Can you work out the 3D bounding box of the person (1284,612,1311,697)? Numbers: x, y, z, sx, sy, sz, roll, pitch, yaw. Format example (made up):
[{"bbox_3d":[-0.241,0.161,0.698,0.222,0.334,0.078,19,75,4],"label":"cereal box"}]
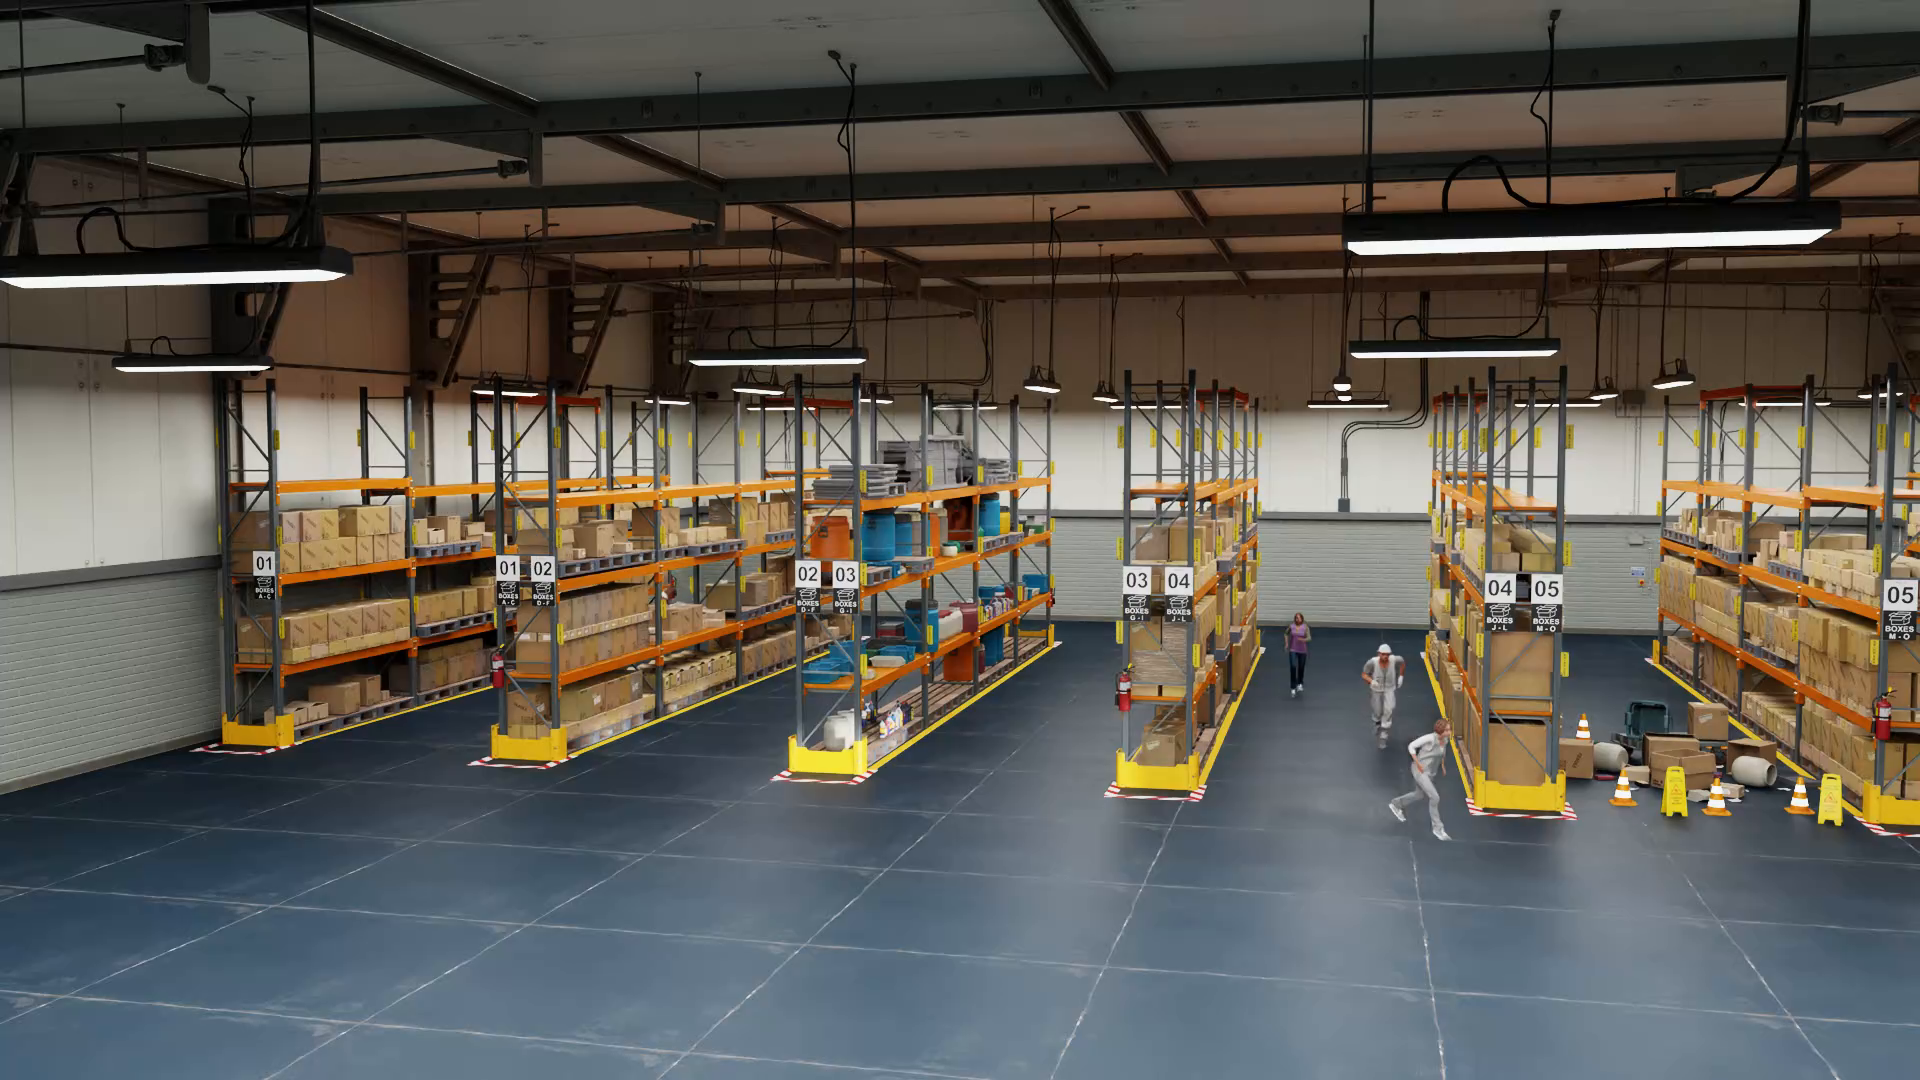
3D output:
[{"bbox_3d":[6.632,2.239,32.674,0.507,1.647,0.728,1,3,9],"label":"person"}]

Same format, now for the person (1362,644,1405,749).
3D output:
[{"bbox_3d":[6.955,2.533,27.385,0.704,1.732,1.056,0,3,6],"label":"person"}]

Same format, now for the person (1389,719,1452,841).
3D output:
[{"bbox_3d":[5.822,2.993,21.095,0.569,1.546,0.914,-2,4,-34],"label":"person"}]

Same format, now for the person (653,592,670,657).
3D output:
[{"bbox_3d":[-6.371,1.996,35.770,0.656,1.745,0.625,1,4,13],"label":"person"}]
